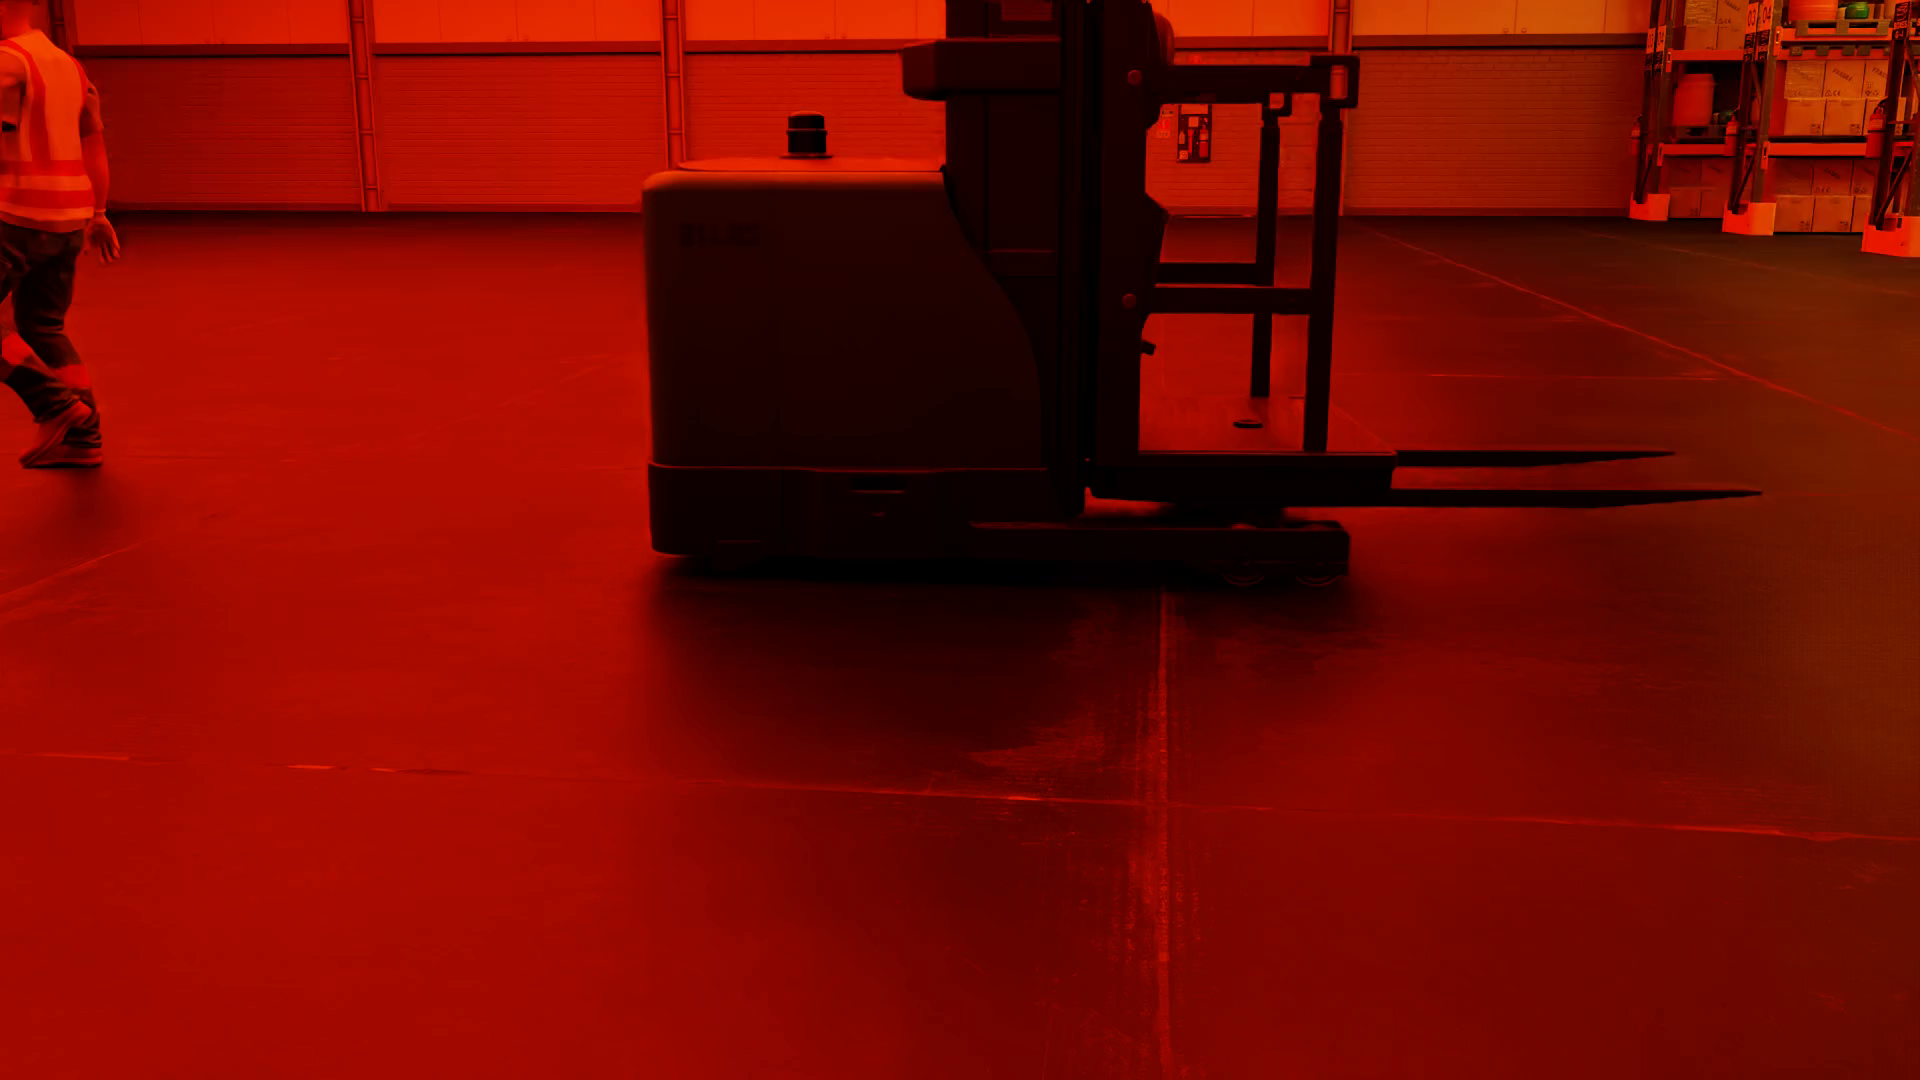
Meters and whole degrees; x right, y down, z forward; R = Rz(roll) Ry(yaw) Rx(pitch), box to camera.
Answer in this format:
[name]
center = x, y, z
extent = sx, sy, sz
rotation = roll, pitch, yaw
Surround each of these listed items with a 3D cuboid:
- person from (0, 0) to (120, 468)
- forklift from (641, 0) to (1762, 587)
[person]
center = -3.314, -1.119, 5.856
extent = 0.468, 1.767, 0.719
rotation = 0, 13, -1
[forklift]
center = 0.681, -1.426, 4.609
extent = 3.031, 2.935, 1.130
rotation = 0, 13, 2
